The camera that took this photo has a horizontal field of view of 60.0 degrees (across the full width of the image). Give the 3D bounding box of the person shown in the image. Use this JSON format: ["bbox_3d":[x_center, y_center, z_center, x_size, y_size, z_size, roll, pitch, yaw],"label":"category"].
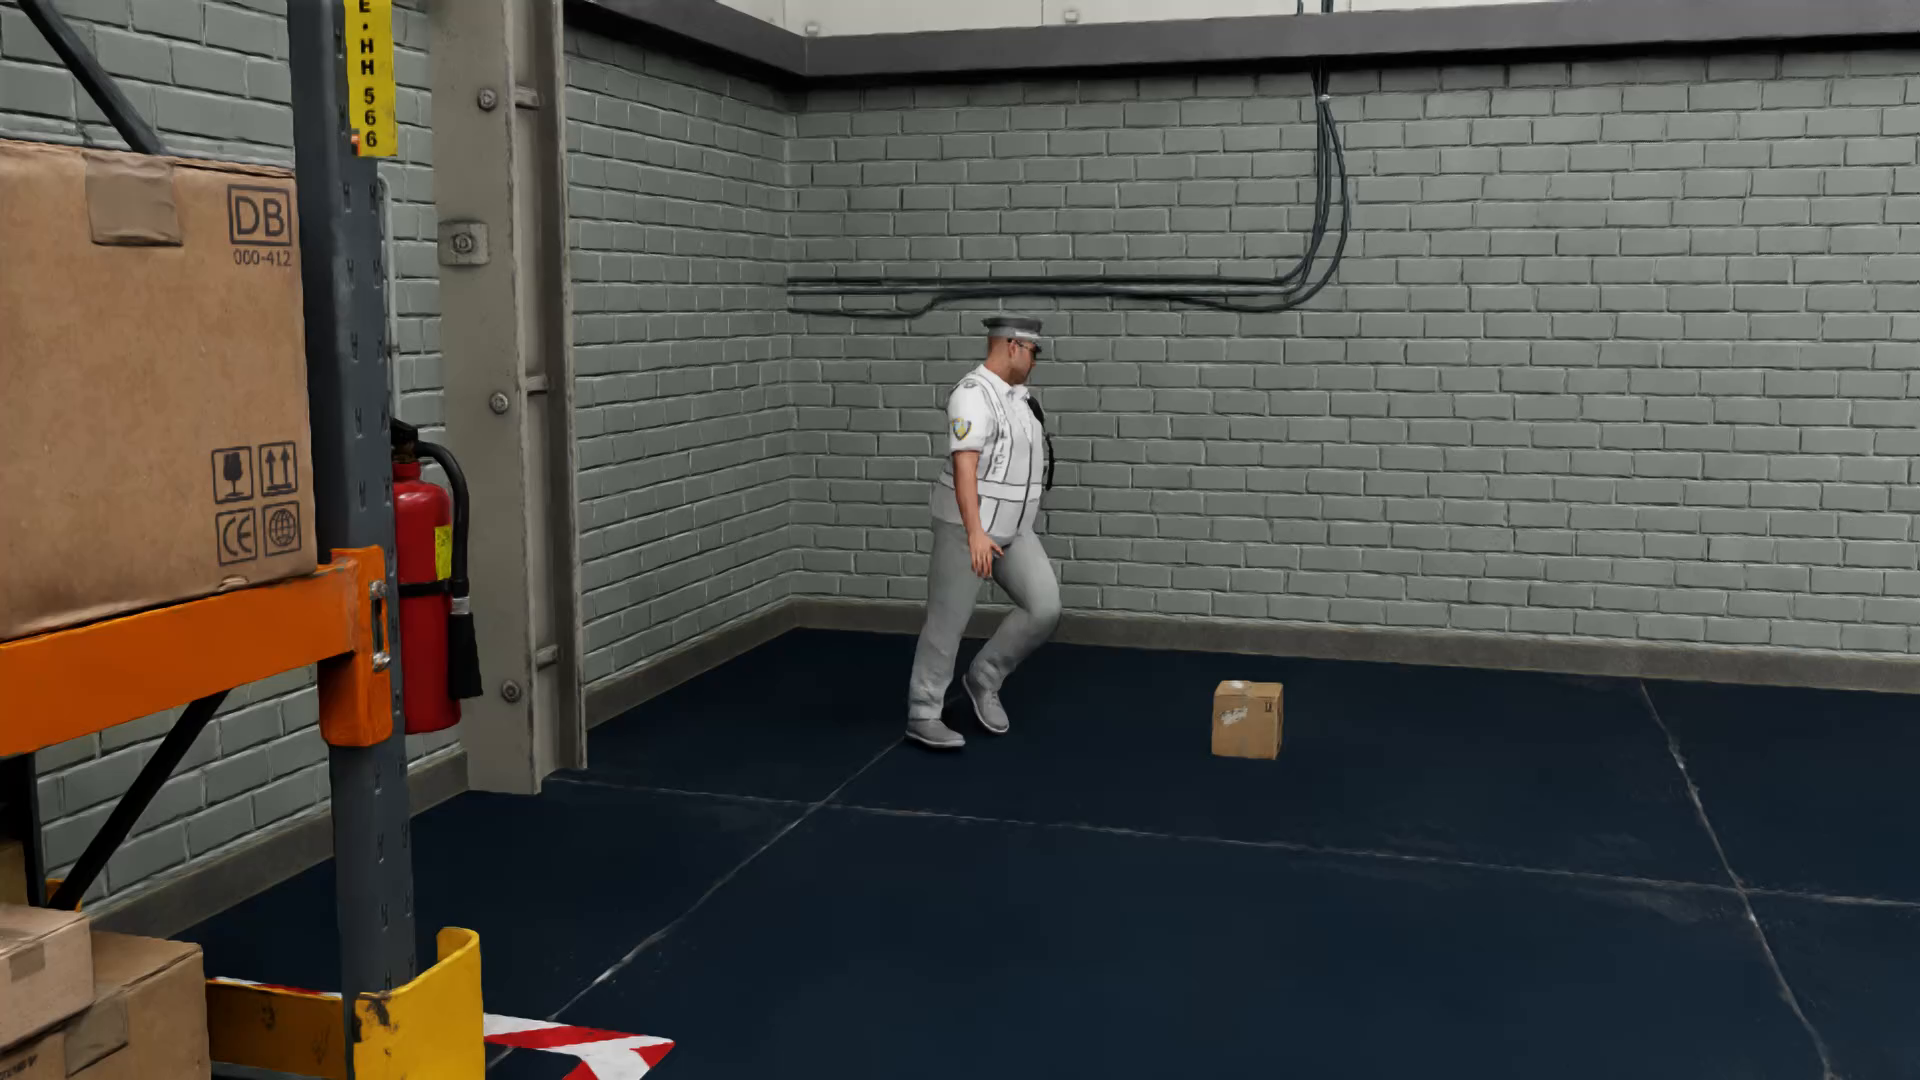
[{"bbox_3d":[0.110,-0.044,6.632,0.523,1.711,0.627,7,11,40],"label":"person"}]
